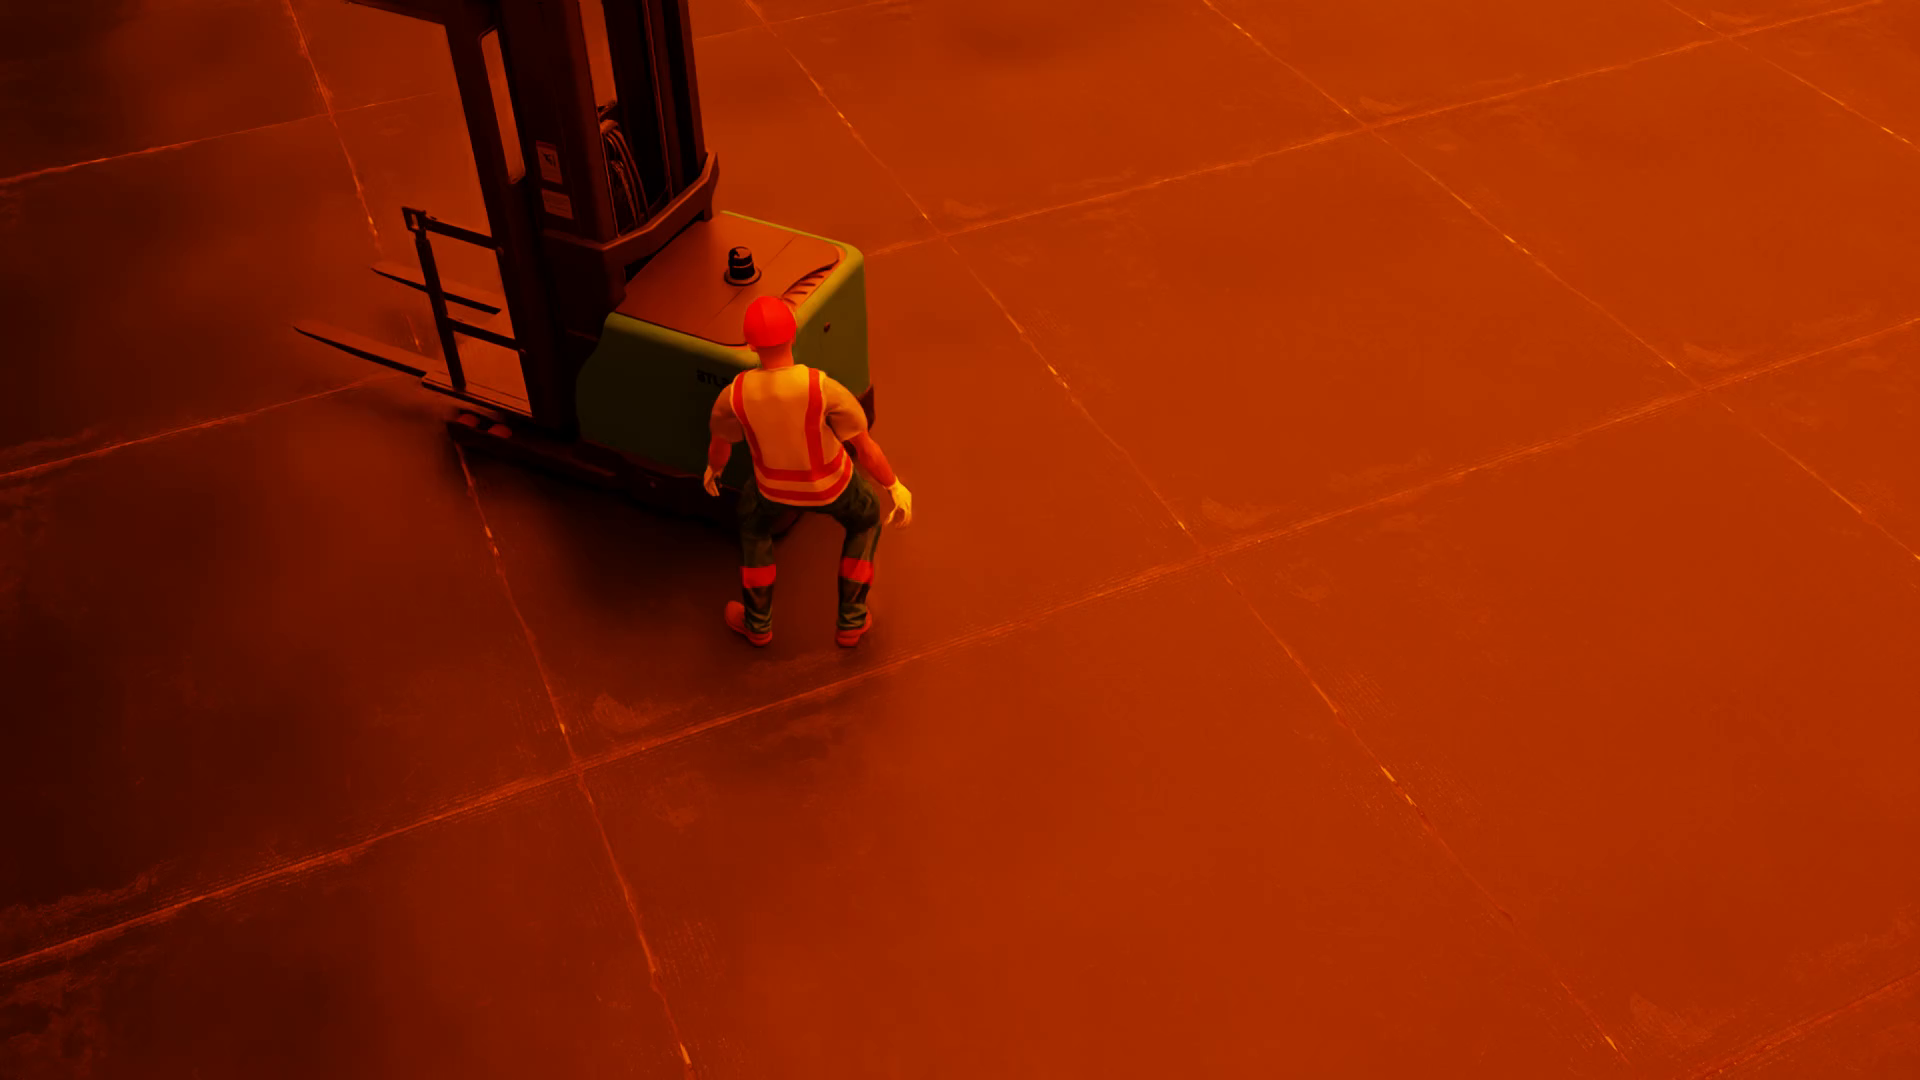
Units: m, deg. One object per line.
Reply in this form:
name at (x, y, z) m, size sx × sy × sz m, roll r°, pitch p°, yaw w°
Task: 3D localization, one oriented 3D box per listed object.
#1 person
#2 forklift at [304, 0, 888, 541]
person at (-0.636, -0.168, 6.779) m, size 0.893 × 1.734 × 0.503 m, roll 11°, pitch 44°, yaw 12°
forklift at (-1.918, -1.762, 7.569) m, size 3.031 × 2.935 × 1.130 m, roll 18°, pitch 46°, yaw 19°
